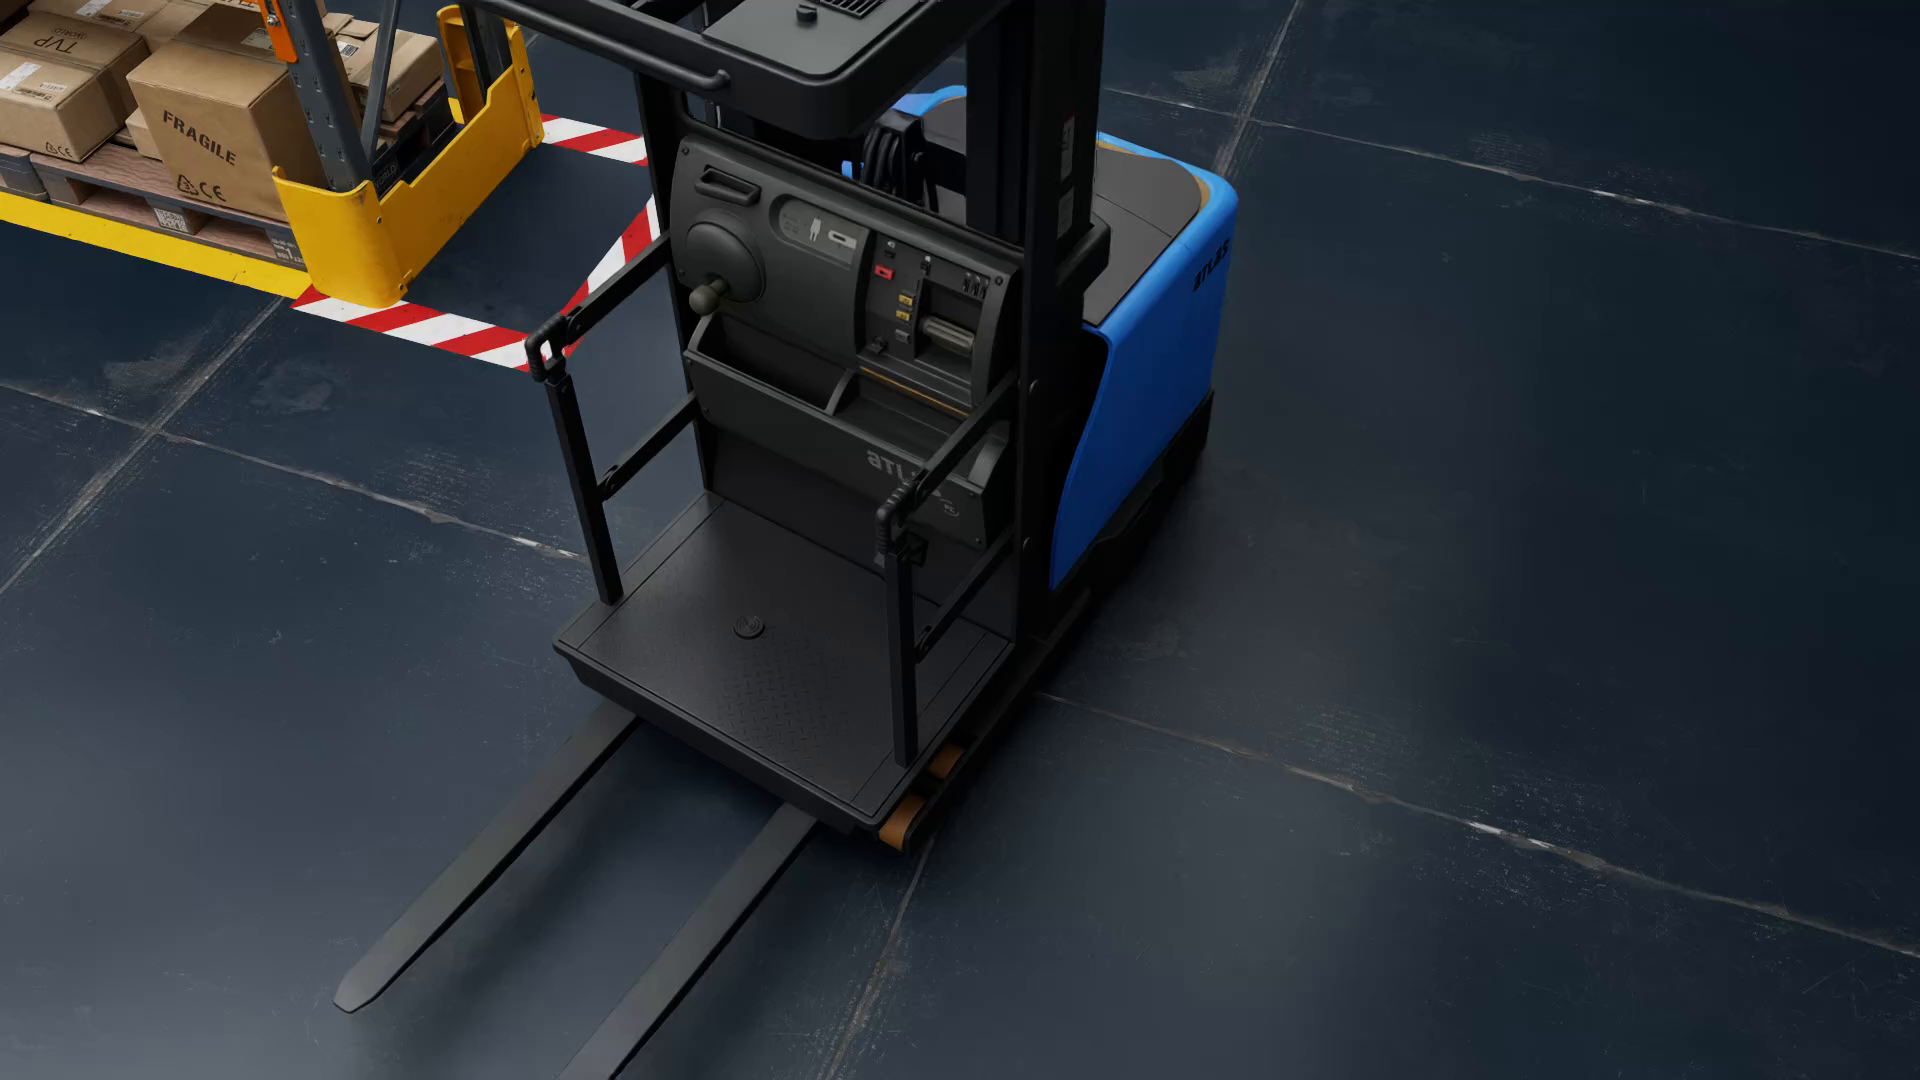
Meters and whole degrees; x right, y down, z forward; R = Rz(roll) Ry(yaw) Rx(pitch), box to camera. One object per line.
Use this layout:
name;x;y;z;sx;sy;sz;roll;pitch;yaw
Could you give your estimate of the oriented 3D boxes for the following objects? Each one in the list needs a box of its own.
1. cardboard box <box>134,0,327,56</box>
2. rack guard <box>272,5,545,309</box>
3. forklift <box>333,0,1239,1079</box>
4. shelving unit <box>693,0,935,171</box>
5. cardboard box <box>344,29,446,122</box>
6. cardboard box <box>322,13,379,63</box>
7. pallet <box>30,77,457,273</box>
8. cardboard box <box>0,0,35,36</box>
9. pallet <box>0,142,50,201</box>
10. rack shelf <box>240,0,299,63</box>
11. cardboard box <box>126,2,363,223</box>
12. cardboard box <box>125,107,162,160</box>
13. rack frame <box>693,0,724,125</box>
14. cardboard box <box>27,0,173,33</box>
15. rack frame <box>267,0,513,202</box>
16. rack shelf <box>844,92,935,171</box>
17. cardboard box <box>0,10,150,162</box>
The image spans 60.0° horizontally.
cardboard box;-2.815;-1.955;6.488;0.500;0.250;0.500;16;51;13
rack guard;-2.006;-1.439;6.166;0.348;0.500;1.175;16;51;13
forklift;-0.411;-0.531;3.771;1.130;2.935;3.031;26;54;21
shelving unit;-0.279;-1.408;5.478;1.048;1.500;0.538;-3;49;-3
cardboard box;-2.208;-1.801;6.421;0.250;0.149;0.380;16;51;13
cardboard box;-2.443;-1.872;6.472;0.250;0.166;0.380;16;51;13
pallet;-2.754;-1.552;6.456;1.213;0.211;1.003;16;51;13
cardboard box;-3.923;-2.123;6.466;0.637;0.503;0.797;16;51;13
pallet;-3.895;-1.873;6.734;1.213;0.211;1.003;16;51;13
rack shelf;-3.811;-2.526;5.930;4.000;0.370;1.077;16;51;13
cardboard box;-2.530;-1.531;5.955;0.500;0.500;0.500;16;51;13
cardboard box;-2.879;-1.591;6.228;0.250;0.166;0.380;16;51;13
rack frame;-0.786;-1.381;5.454;0.032;1.500;0.500;-3;49;-3
cardboard box;-3.284;-2.086;6.602;0.500;0.250;0.500;16;51;13
rack frame;-1.935;-2.237;5.204;0.127;3.000;1.000;16;51;13
rack shelf;-0.279;-1.290;5.614;1.000;0.185;0.538;-3;49;-3
cardboard box;-3.411;-1.719;6.283;0.500;0.250;0.500;16;51;13
